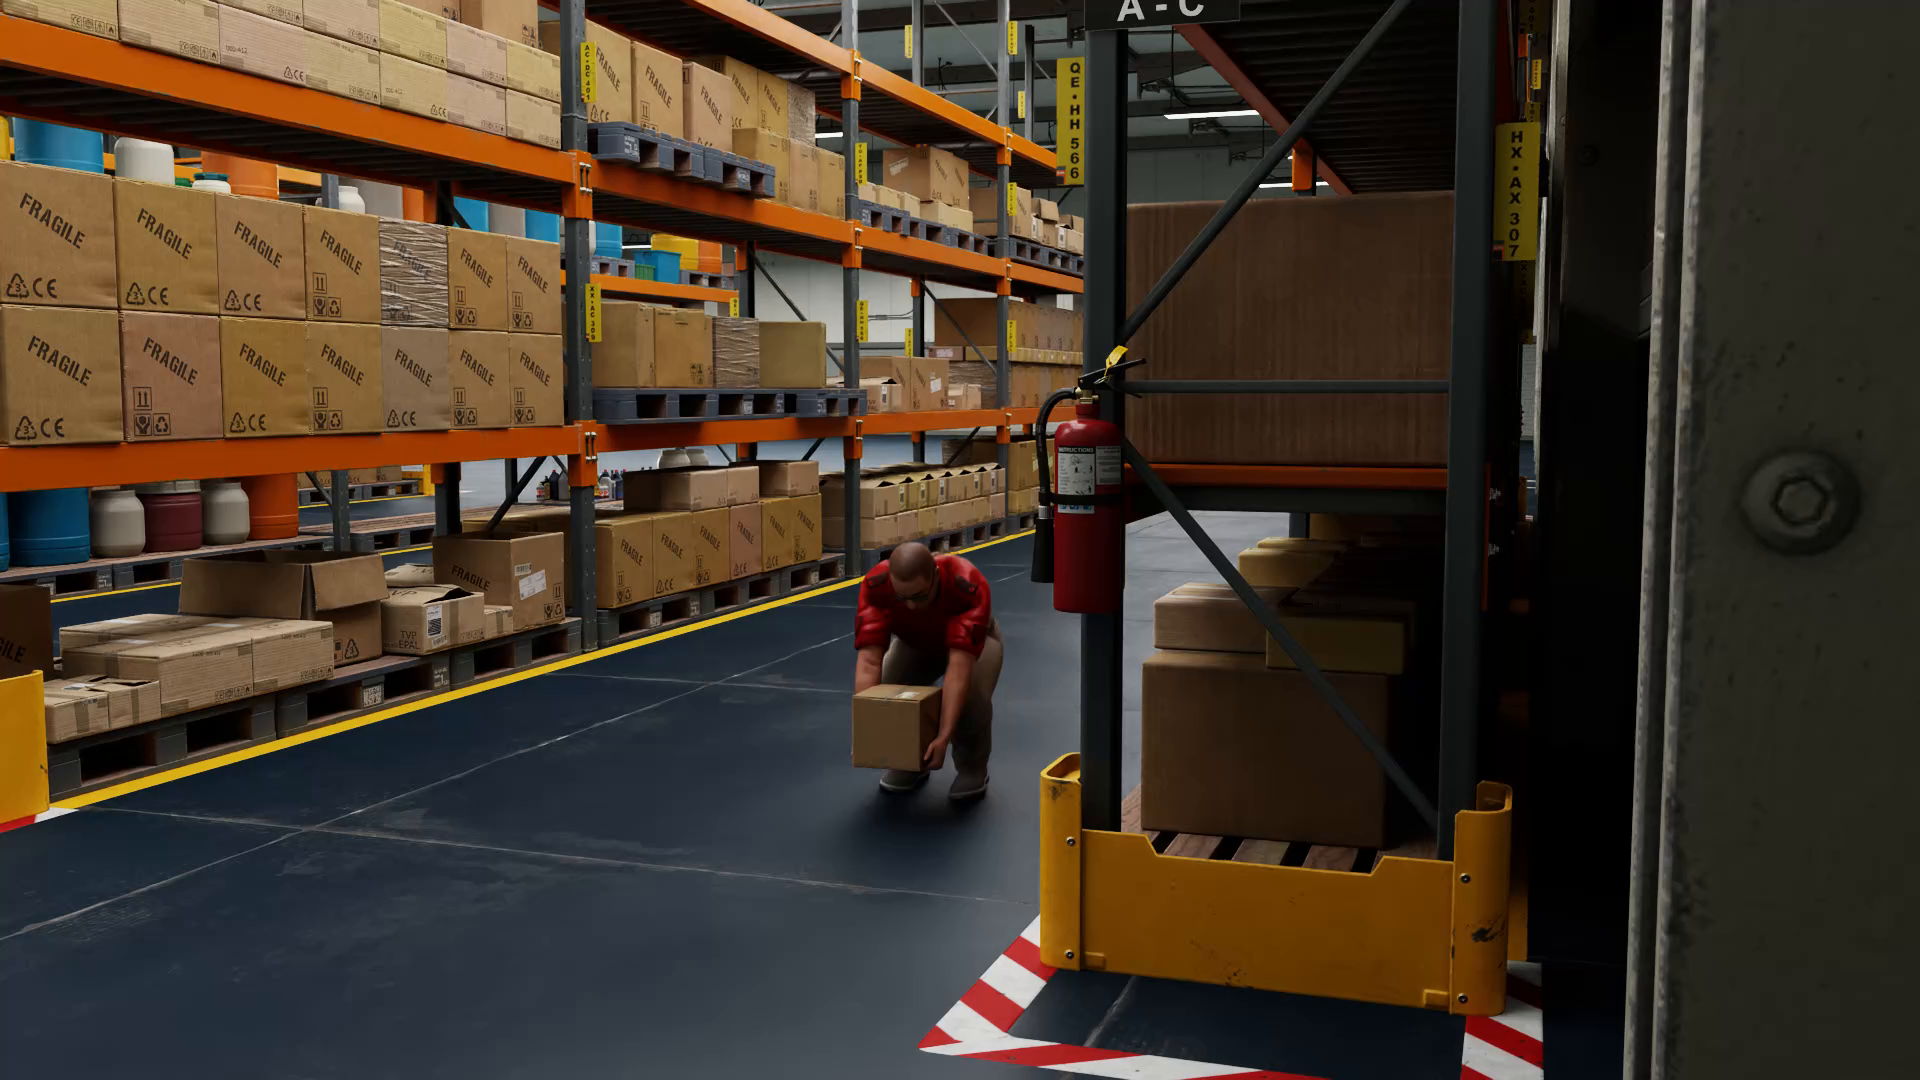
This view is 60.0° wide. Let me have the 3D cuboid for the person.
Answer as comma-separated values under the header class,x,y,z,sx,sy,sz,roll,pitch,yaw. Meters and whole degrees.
class,x,y,z,sx,sy,sz,roll,pitch,yaw
person,-0.109,0.465,6.134,0.531,0.984,0.891,2,5,17
